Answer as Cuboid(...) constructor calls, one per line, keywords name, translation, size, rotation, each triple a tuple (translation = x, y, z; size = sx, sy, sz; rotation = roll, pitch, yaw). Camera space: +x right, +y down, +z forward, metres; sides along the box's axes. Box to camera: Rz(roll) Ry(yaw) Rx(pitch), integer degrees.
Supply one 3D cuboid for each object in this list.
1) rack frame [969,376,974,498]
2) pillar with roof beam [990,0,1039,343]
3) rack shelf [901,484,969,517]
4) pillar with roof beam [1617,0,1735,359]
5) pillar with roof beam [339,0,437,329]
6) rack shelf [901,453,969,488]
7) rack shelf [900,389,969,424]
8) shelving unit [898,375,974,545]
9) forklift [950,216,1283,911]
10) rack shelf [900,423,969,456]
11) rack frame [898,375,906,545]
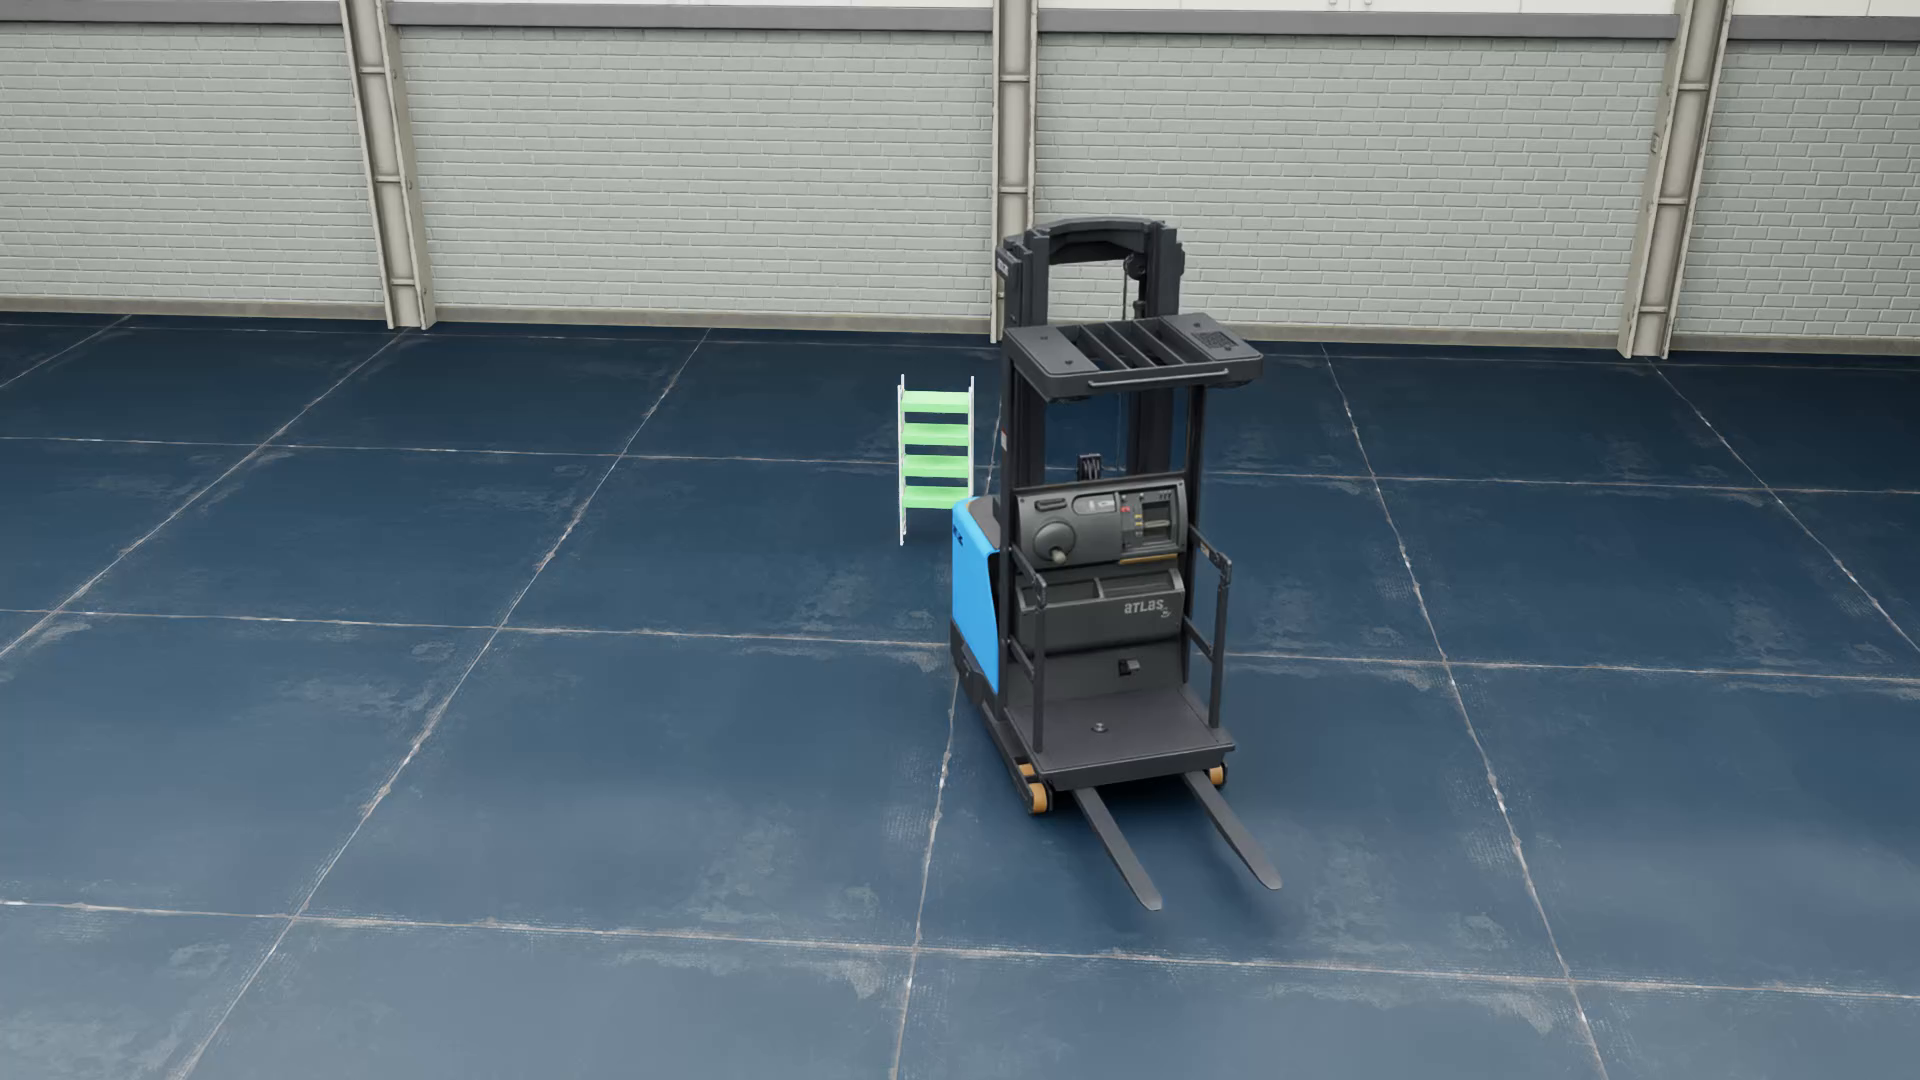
Cuboid(name="rack frame", translation=(0.078, -0.543, 11.705), size=(0.015, 1.200, 0.240), rotation=(2, 25, 4))
Cuboid(name="pillar with roof beam", translation=(0.173, -4.262, 10.459), size=(0.400, 9.000, 9.100), rotation=(2, 25, 4))
Cuboid(name="rack shelf", translation=(-0.165, -0.274, 11.849), size=(0.480, 0.148, 0.258), rotation=(2, 25, 4))
Cuboid(name="pillar with roof beam", translation=(6.156, -4.070, 10.041), size=(0.400, 9.000, 9.100), rotation=(2, 25, 4))
Cuboid(name="pillar with roof beam", translation=(-5.809, -4.454, 10.876), size=(0.400, 9.000, 9.100), rotation=(2, 25, 4))
Cuboid(name="rack shelf", translation=(-0.165, -0.492, 11.749), size=(0.480, 0.148, 0.258), rotation=(2, 25, 4))
Cuboid(name="rack shelf", translation=(-0.165, -0.928, 11.548), size=(0.480, 0.148, 0.258), rotation=(2, 25, 4))
Cuboid(name="shelving unit", translation=(-0.165, -0.550, 11.722), size=(0.503, 1.200, 0.258), rotation=(2, 25, 4))
Cuboid(name="forklift", translation=(0.813, -0.061, 8.587), size=(1.130, 2.935, 3.031), rotation=(-6, 25, -14))
Cuboid(name="rack shelf", translation=(-0.165, -0.710, 11.648), size=(0.480, 0.148, 0.258), rotation=(2, 25, 4))
Cuboid(name="rack frame", translation=(-0.408, -0.558, 11.739), size=(0.015, 1.200, 0.240), rotation=(2, 25, 4))
